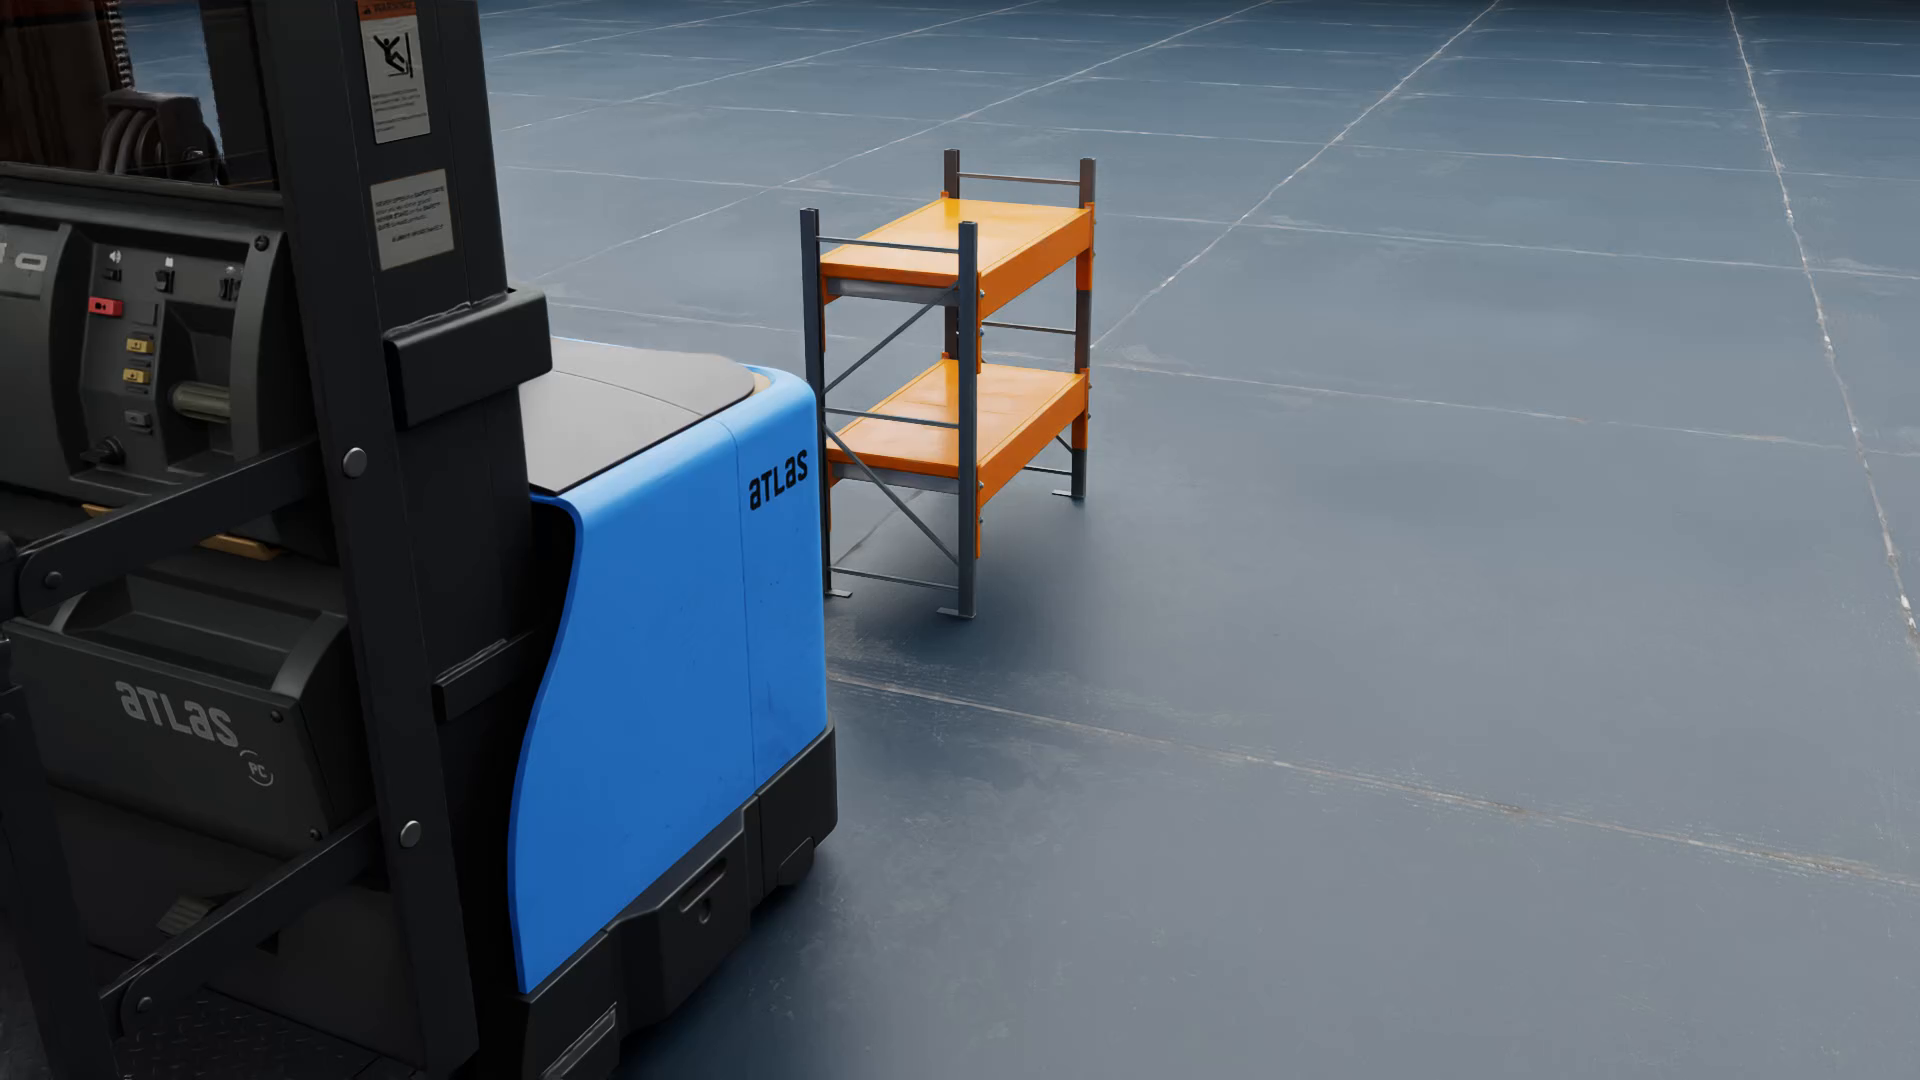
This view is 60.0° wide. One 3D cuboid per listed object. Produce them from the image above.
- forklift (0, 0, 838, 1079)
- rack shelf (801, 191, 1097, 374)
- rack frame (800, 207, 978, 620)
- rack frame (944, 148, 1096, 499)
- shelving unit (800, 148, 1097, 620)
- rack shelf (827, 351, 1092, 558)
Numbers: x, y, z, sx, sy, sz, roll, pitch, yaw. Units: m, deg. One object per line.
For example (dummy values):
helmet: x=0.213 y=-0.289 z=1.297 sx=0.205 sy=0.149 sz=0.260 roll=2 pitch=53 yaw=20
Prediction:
forklift: x=-1.356 y=-0.258 z=2.064 sx=1.130 sy=2.935 sz=3.031 roll=10 pitch=25 yaw=23
rack shelf: x=-0.003 y=-0.787 z=4.915 sx=0.538 sy=0.278 sz=1.000 roll=9 pitch=24 yaw=20
rack frame: x=-0.191 y=-0.335 z=4.592 sx=0.500 sy=1.125 sz=0.032 roll=9 pitch=24 yaw=20
rack frame: x=0.186 y=-0.699 z=5.463 sx=0.500 sy=1.125 sz=0.032 roll=9 pitch=24 yaw=20
shelving unit: x=-0.003 y=-0.517 z=5.027 sx=0.538 sy=1.125 sz=1.048 roll=9 pitch=24 yaw=20
rack shelf: x=-0.003 y=-0.291 z=5.122 sx=0.538 sy=0.278 sz=1.000 roll=9 pitch=24 yaw=20
